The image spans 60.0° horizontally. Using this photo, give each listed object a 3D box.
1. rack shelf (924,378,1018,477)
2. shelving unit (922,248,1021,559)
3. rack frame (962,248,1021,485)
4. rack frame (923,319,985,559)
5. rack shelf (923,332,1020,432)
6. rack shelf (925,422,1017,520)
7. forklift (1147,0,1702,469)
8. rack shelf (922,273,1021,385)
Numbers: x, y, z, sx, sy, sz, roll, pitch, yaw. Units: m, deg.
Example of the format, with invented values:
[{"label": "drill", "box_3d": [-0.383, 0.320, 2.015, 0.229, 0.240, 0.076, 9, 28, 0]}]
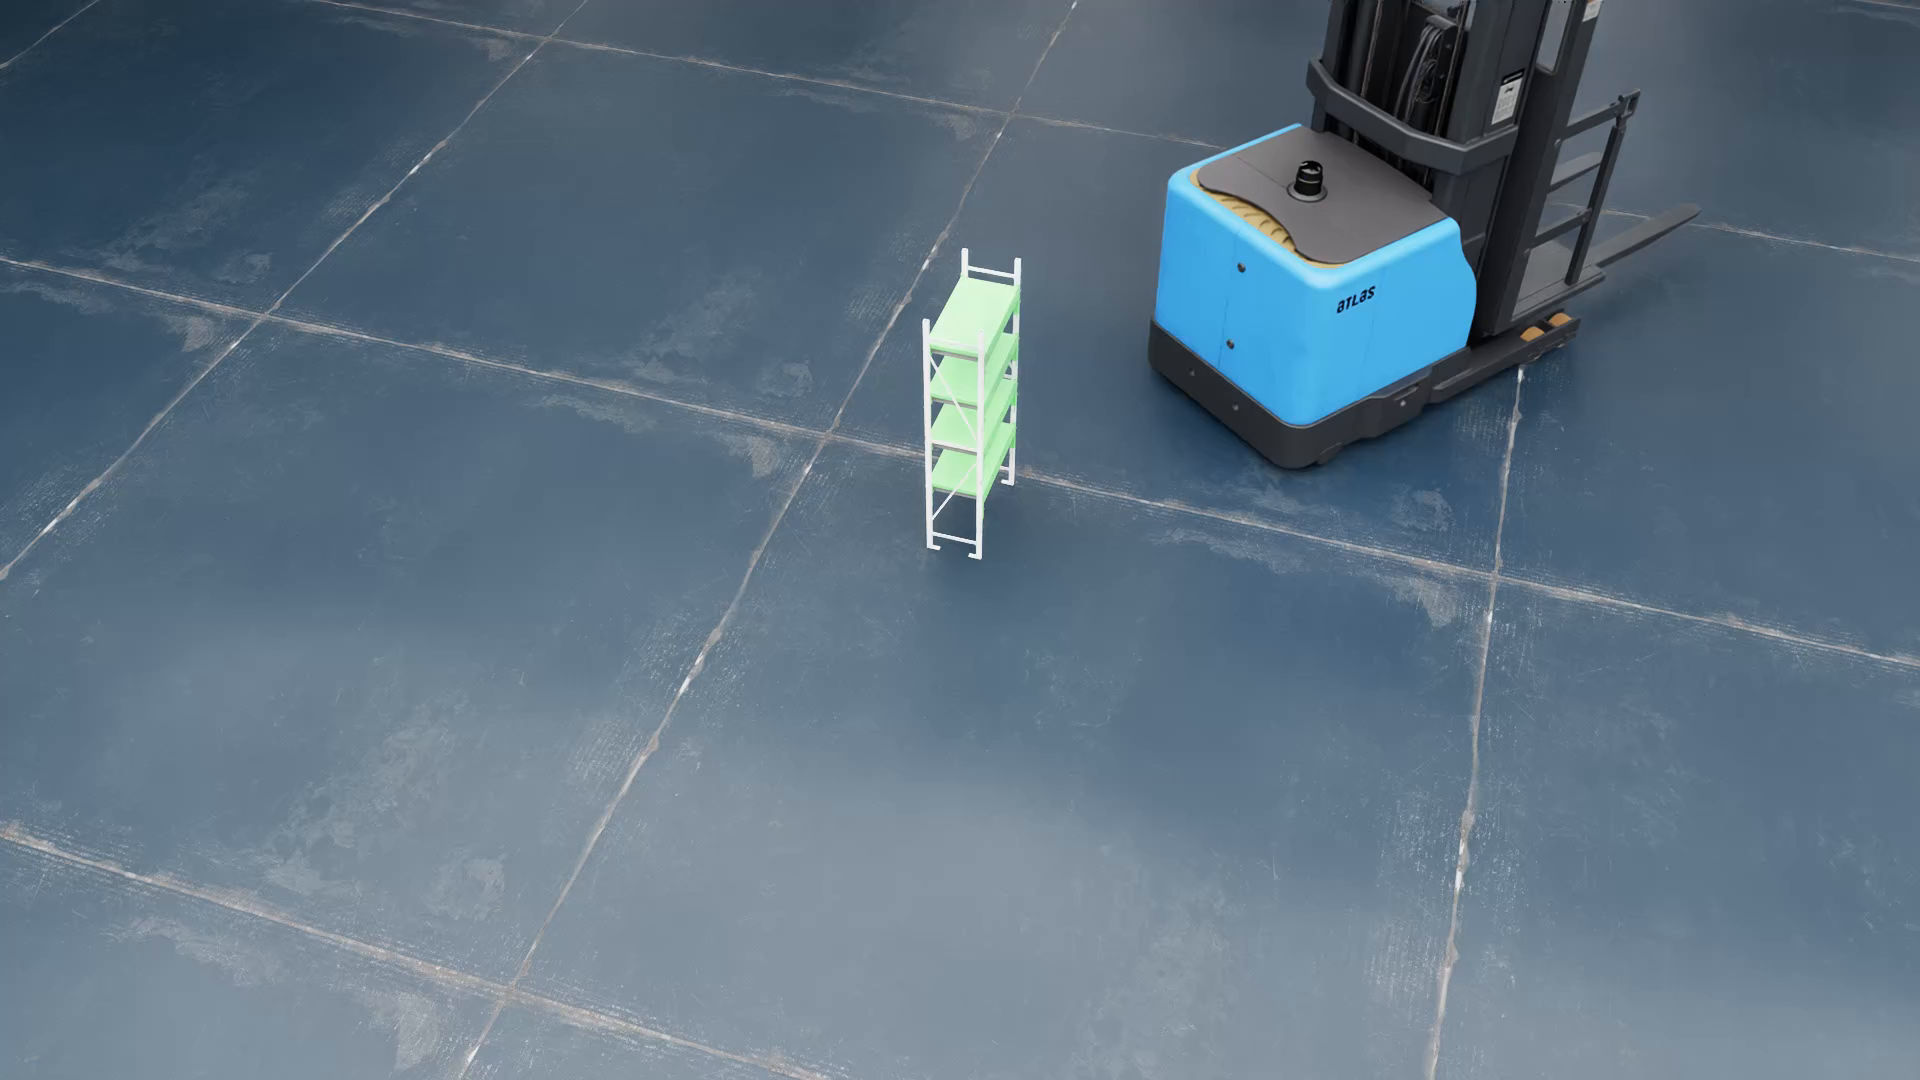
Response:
[{"label": "rack shelf", "box_3d": [0.050, -0.494, 6.887, 0.258, 0.148, 0.480, 13, 46, 12]}, {"label": "shelving unit", "box_3d": [0.050, -0.539, 6.842, 0.258, 1.200, 0.503, 13, 46, 12]}, {"label": "rack frame", "box_3d": [0.124, -0.702, 7.008, 0.240, 1.200, 0.015, 13, 46, 12]}, {"label": "rack frame", "box_3d": [-0.024, -0.377, 6.676, 0.240, 1.200, 0.015, 13, 46, 12]}, {"label": "rack shelf", "box_3d": [0.050, -0.665, 6.719, 0.258, 0.148, 0.480, 13, 46, 12]}, {"label": "rack shelf", "box_3d": [0.050, -0.322, 7.055, 0.258, 0.148, 0.480, 13, 46, 12]}, {"label": "forklift", "box_3d": [2.396, -2.187, 7.288, 3.031, 2.935, 1.130, -26, 50, -24]}, {"label": "rack shelf", "box_3d": [0.050, -0.837, 6.551, 0.258, 0.148, 0.480, 13, 46, 12]}]
